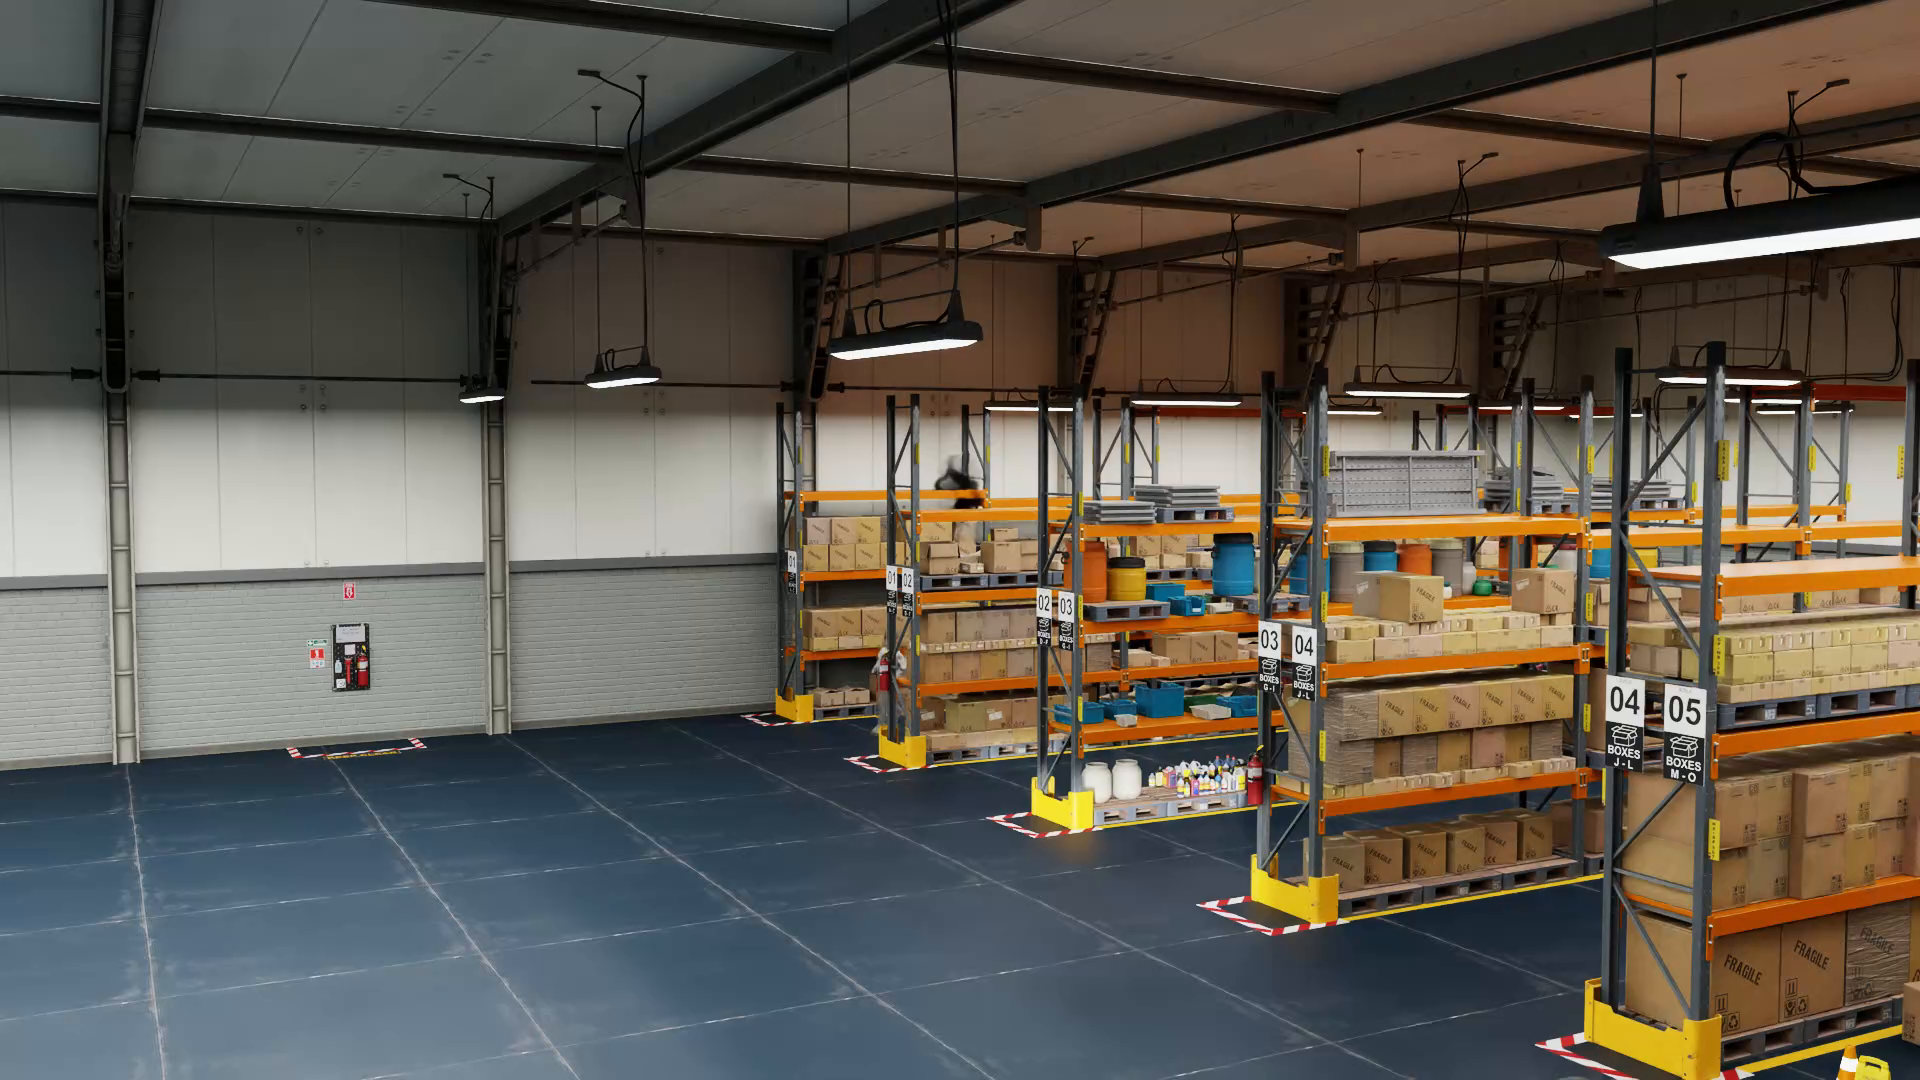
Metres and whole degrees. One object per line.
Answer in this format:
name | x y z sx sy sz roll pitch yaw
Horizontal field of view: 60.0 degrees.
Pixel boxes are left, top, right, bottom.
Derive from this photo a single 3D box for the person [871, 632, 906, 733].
person | -1.193 2.442 28.753 0.736 1.730 0.648 -3 4 -42
